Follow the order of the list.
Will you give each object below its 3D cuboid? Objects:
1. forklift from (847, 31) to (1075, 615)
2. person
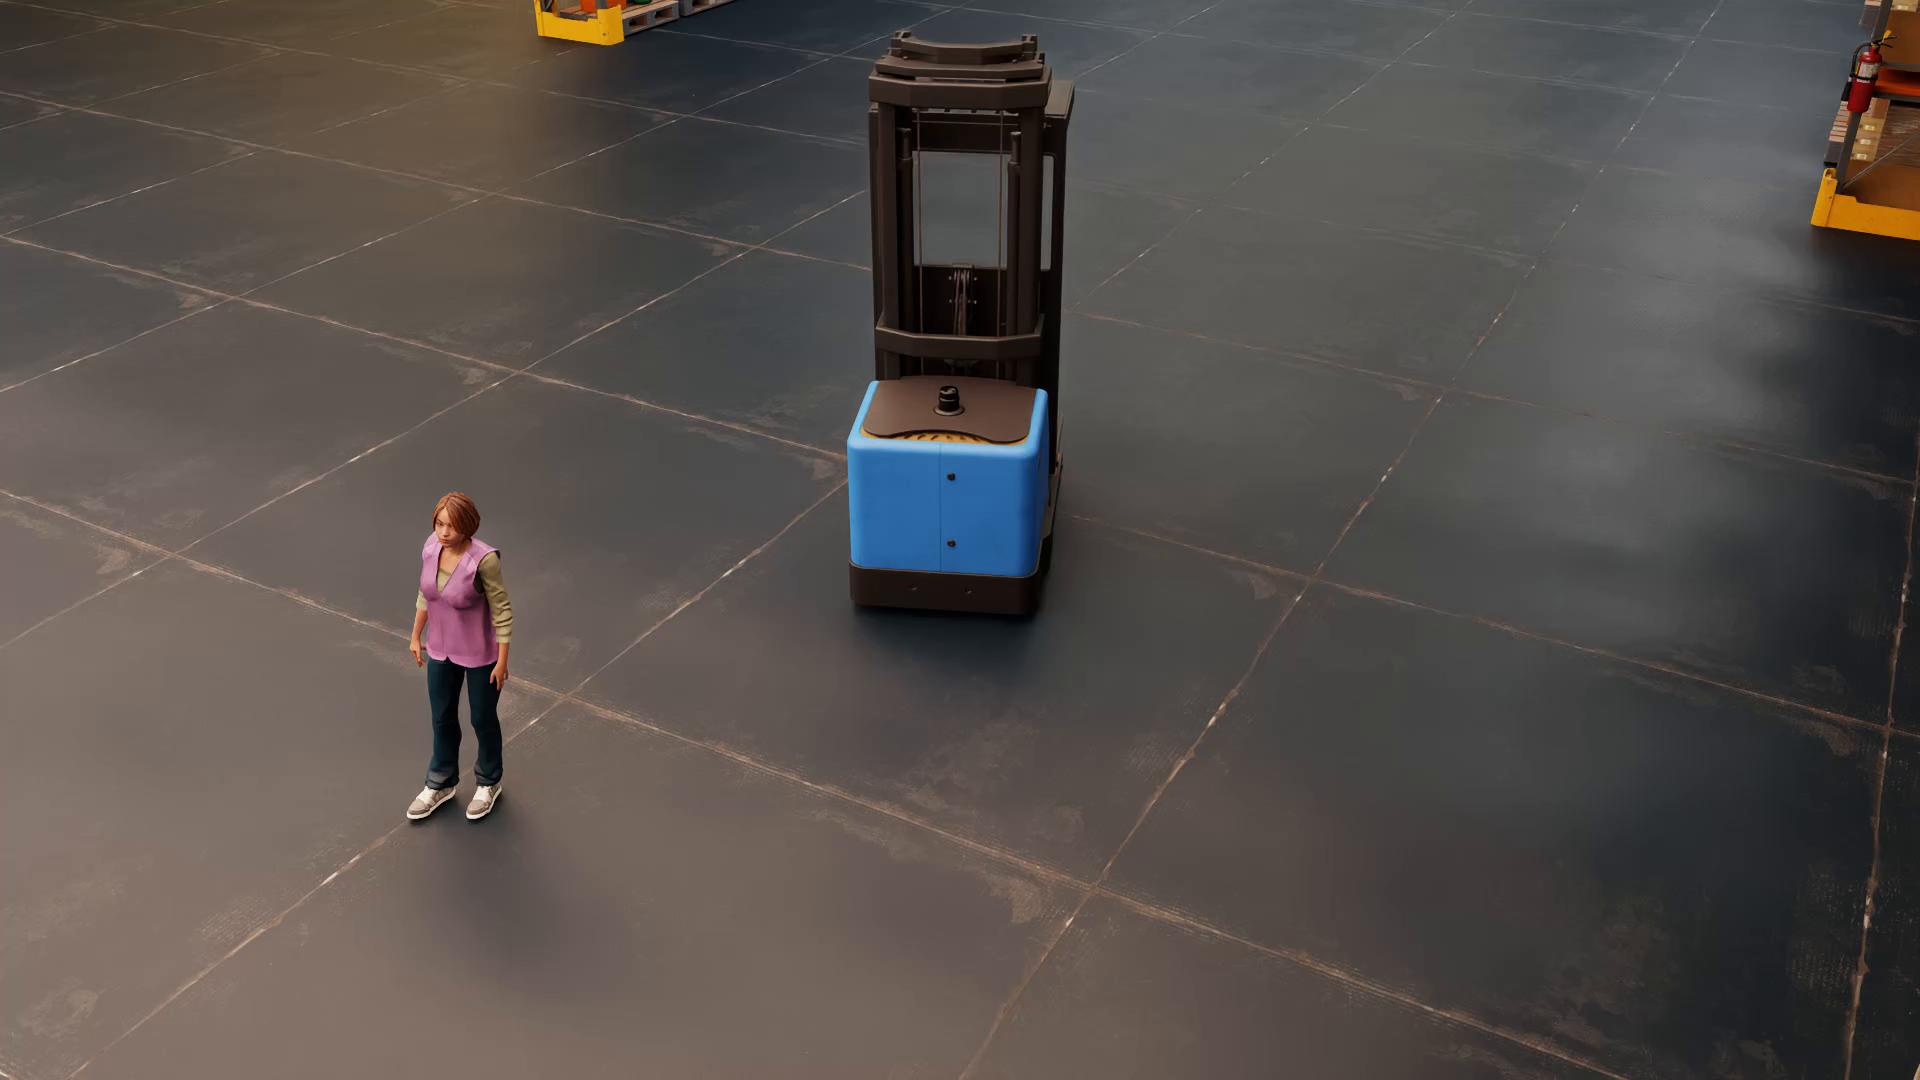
[{"bbox_3d":[0.072,-1.572,9.794,1.130,2.935,3.031,3,30,6],"label":"forklift"},{"bbox_3d":[-2.263,0.547,7.443,0.521,1.598,0.473,11,32,18],"label":"person"}]
